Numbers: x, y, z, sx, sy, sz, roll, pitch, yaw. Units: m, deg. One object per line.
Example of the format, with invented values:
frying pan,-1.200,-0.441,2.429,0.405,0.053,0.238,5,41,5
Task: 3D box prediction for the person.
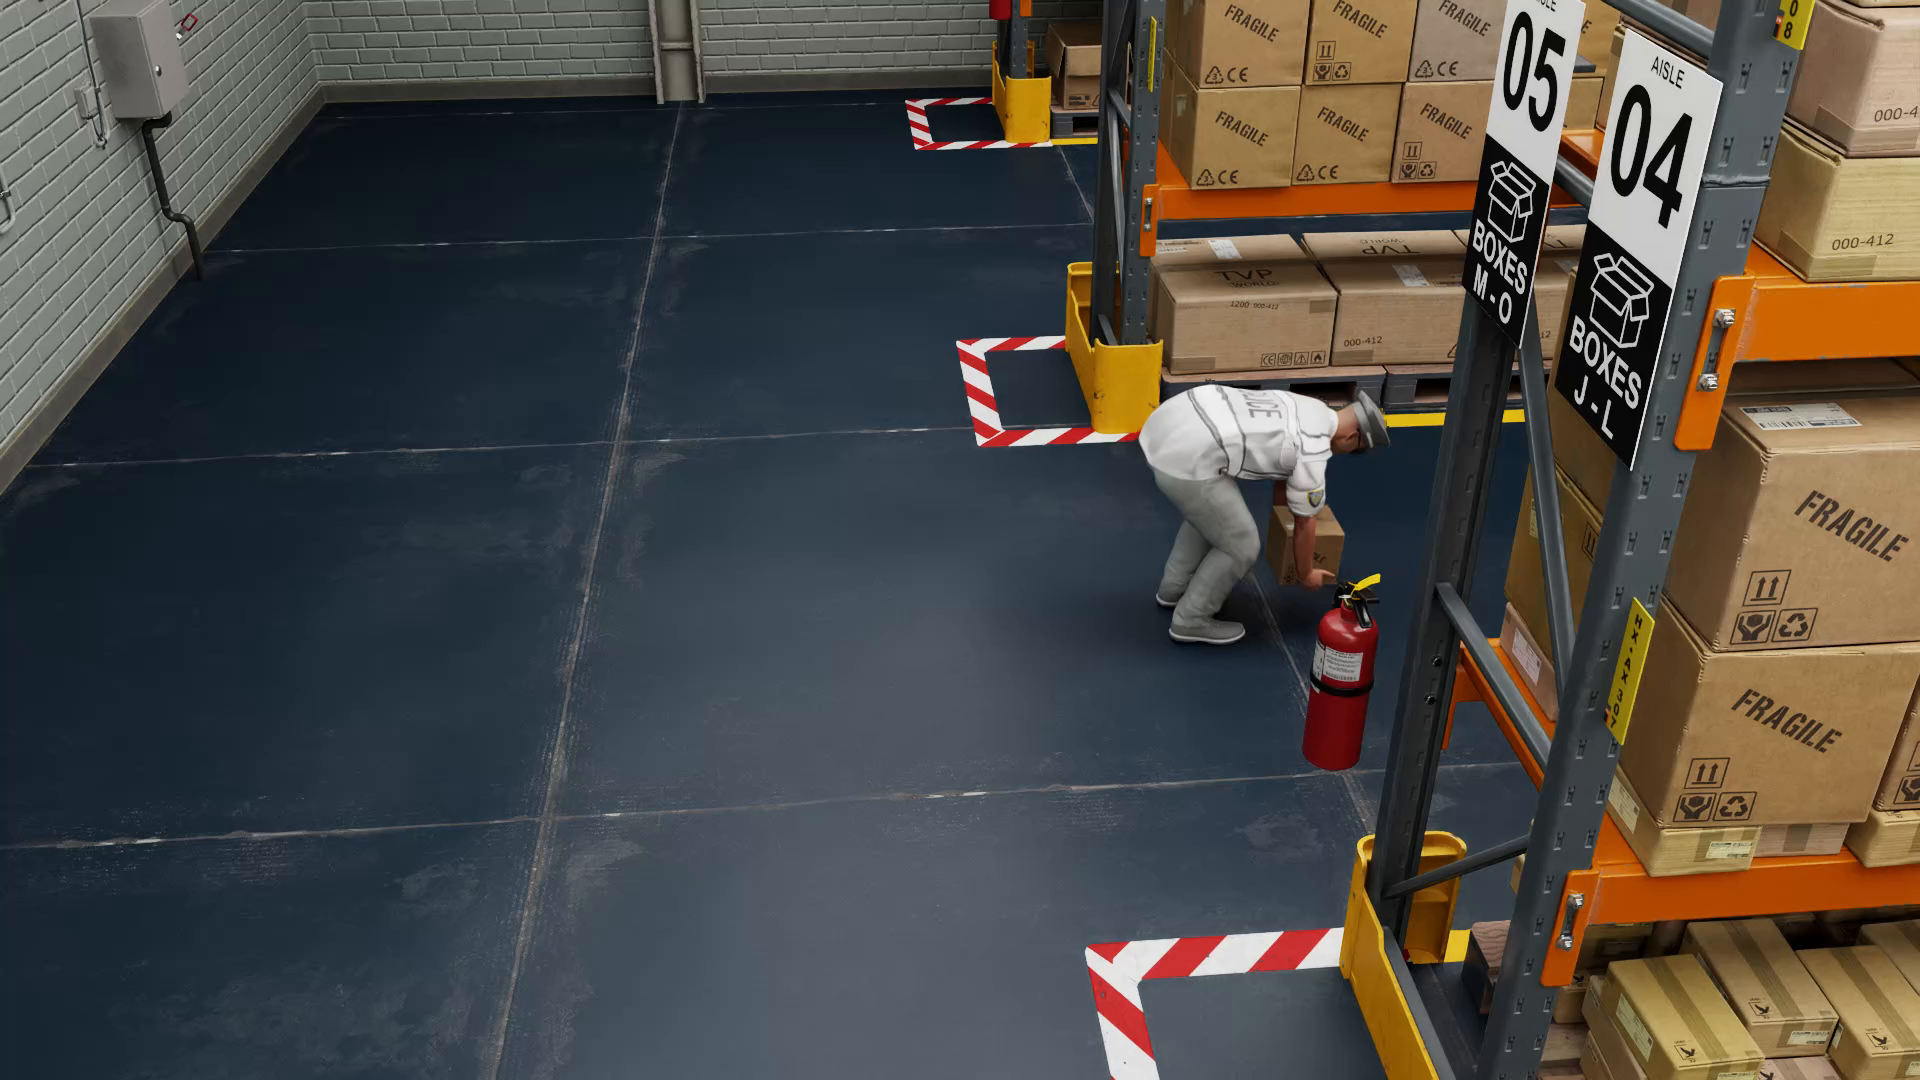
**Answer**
person,1.265,-0.134,6.997,1.045,1.091,0.509,-4,31,-7
